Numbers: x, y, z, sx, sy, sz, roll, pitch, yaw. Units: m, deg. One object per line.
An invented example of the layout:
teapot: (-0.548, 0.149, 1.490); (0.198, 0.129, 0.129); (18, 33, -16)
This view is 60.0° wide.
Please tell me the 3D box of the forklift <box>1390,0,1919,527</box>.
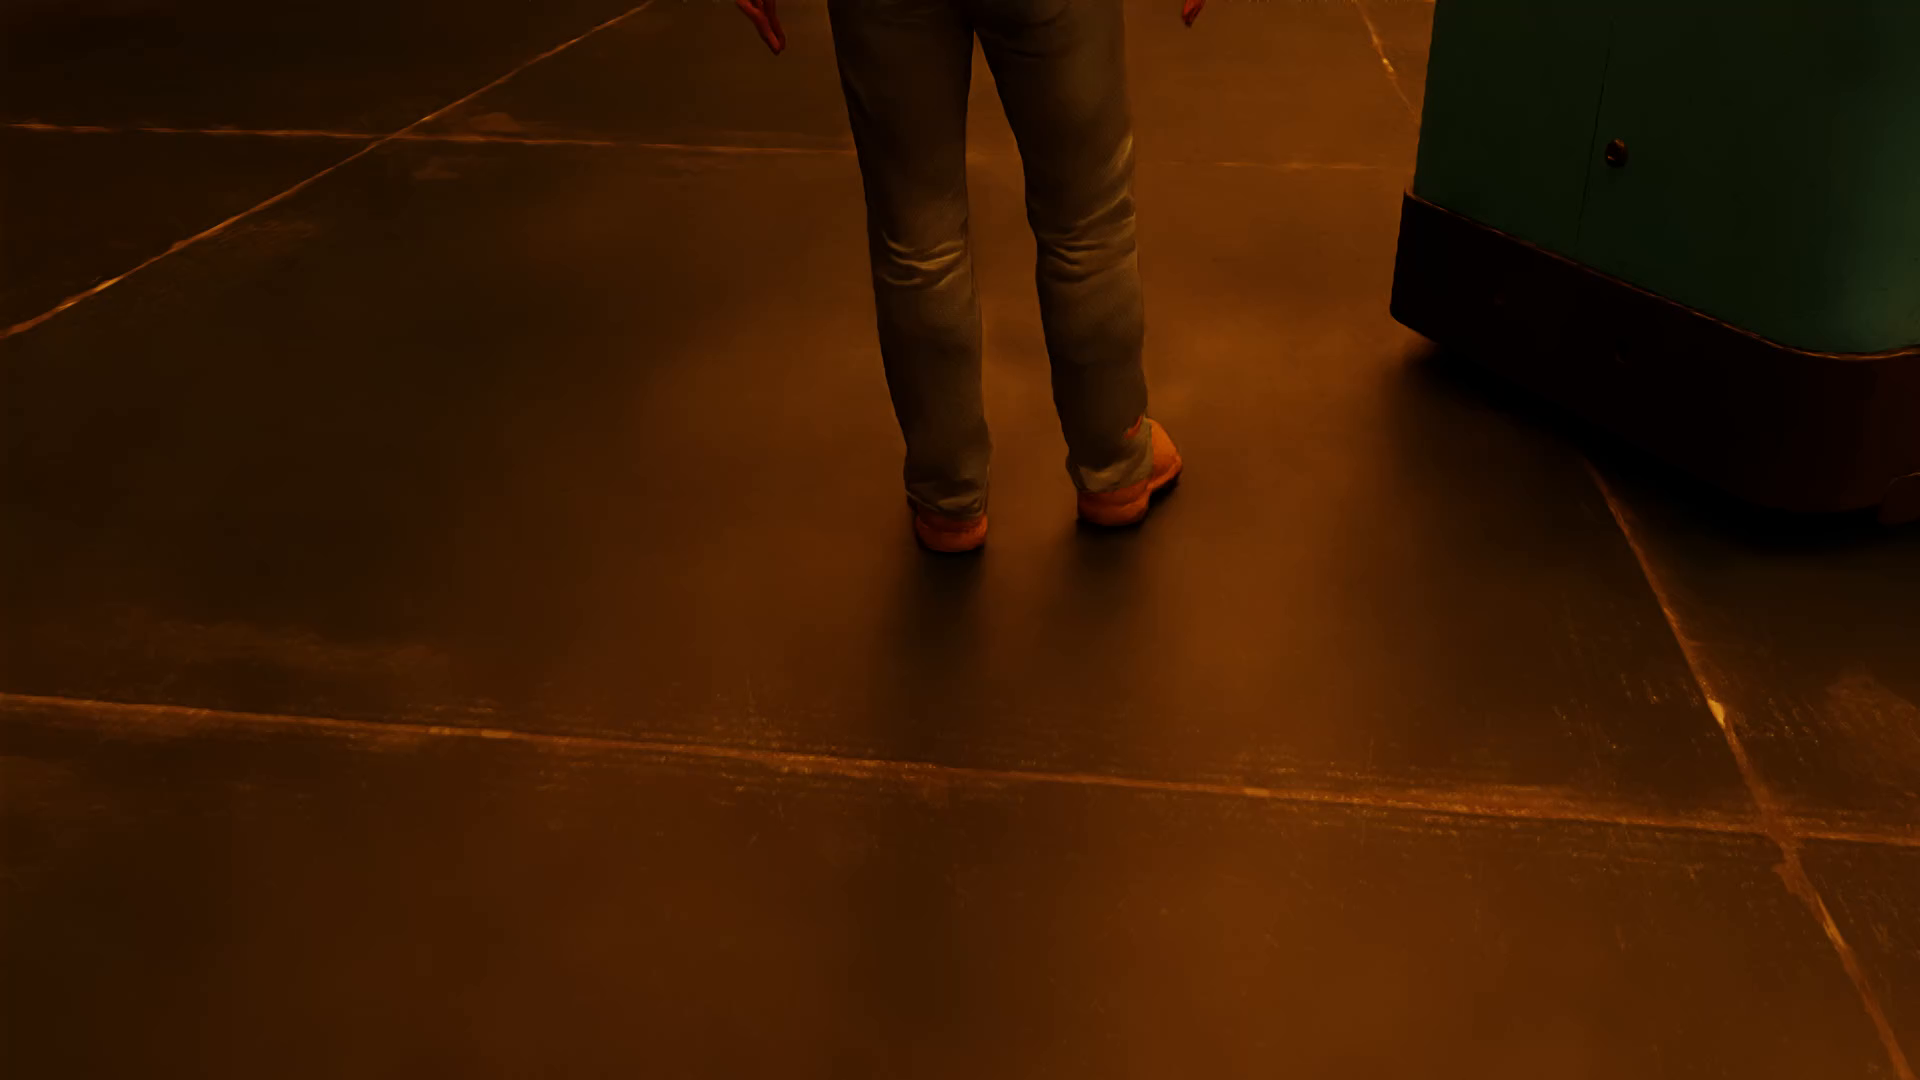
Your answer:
forklift: (2.400, -1.737, 2.698); (3.031, 2.935, 1.130); (-10, 28, -19)

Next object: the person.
person: (0.014, -0.827, 2.164); (0.665, 1.765, 0.576); (3, 27, 7)
